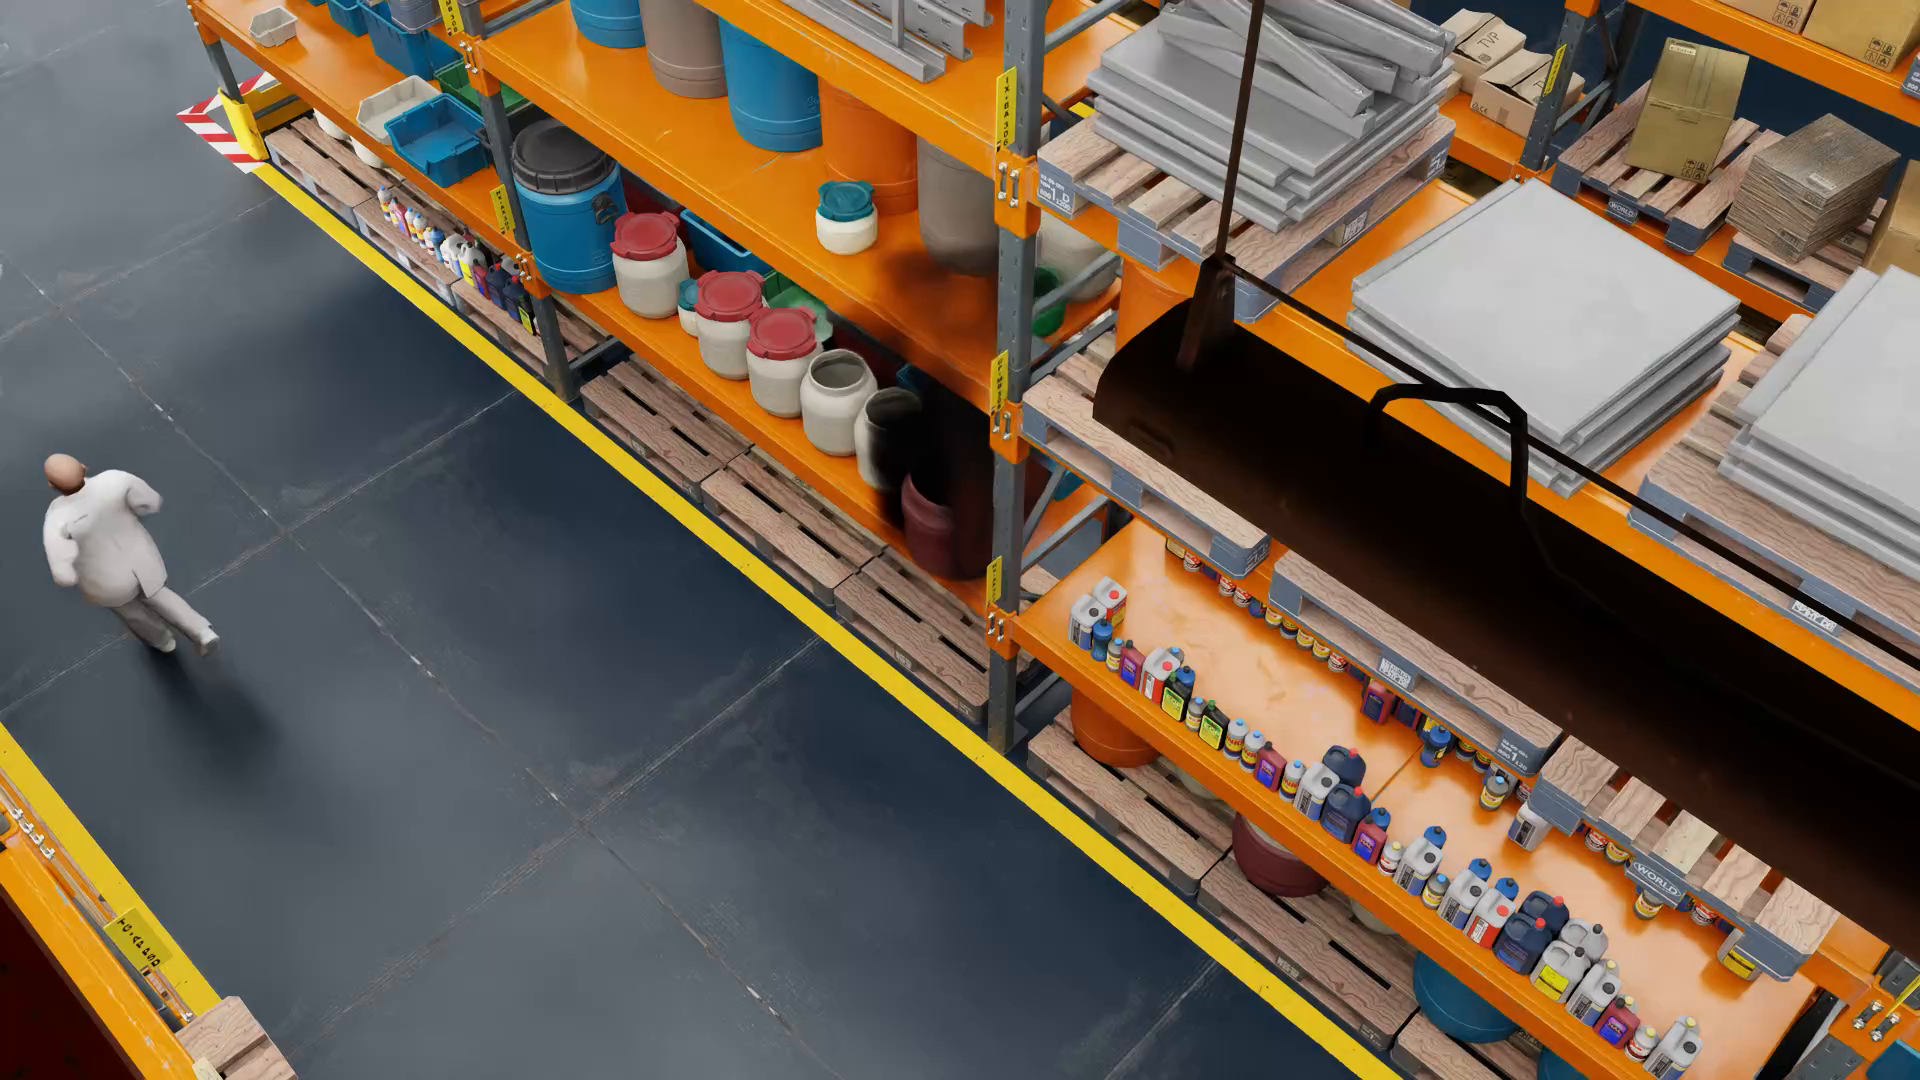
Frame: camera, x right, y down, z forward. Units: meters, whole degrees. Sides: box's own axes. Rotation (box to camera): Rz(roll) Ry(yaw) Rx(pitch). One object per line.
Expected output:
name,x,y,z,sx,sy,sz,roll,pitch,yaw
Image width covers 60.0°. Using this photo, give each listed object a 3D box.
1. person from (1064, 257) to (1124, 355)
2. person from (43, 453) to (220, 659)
person,0.913,-1.195,10.315,0.580,1.647,0.614,33,57,25
person,-4.642,0.131,9.147,0.817,1.750,0.710,28,56,22
